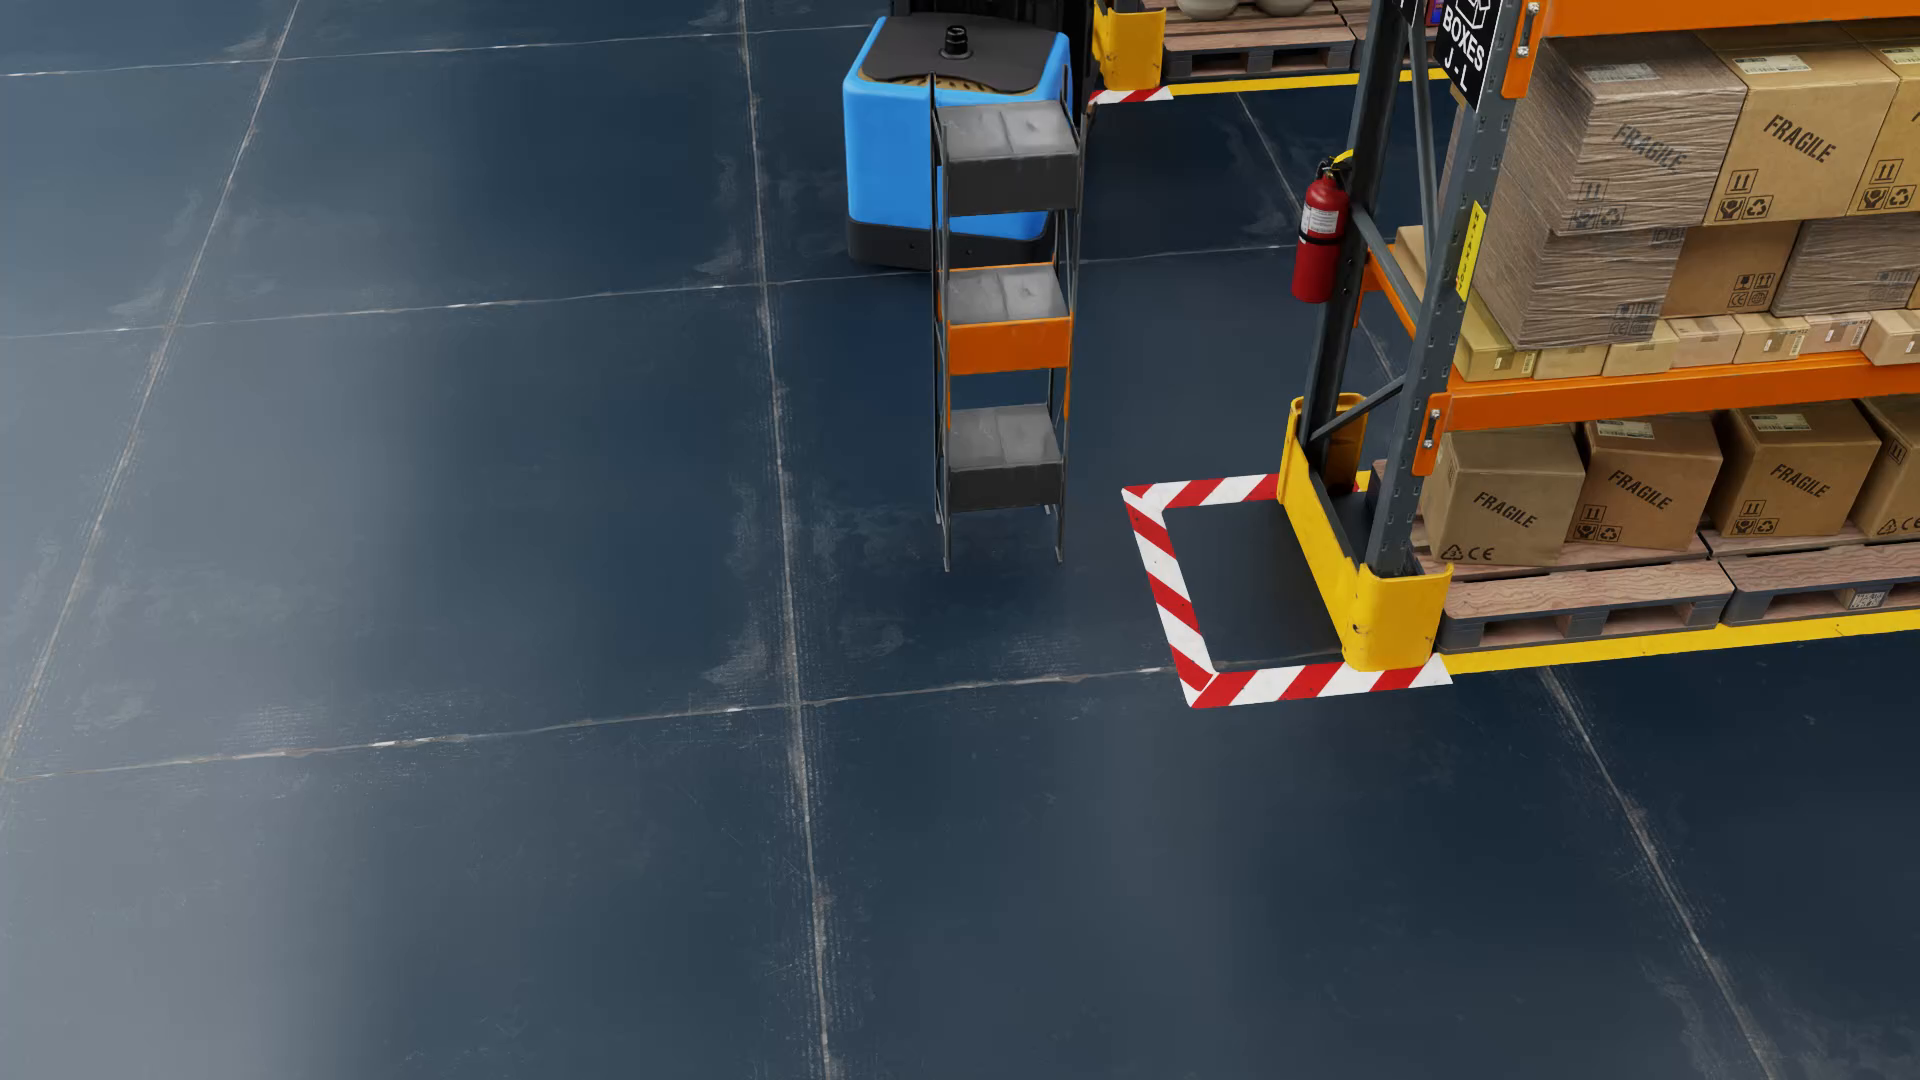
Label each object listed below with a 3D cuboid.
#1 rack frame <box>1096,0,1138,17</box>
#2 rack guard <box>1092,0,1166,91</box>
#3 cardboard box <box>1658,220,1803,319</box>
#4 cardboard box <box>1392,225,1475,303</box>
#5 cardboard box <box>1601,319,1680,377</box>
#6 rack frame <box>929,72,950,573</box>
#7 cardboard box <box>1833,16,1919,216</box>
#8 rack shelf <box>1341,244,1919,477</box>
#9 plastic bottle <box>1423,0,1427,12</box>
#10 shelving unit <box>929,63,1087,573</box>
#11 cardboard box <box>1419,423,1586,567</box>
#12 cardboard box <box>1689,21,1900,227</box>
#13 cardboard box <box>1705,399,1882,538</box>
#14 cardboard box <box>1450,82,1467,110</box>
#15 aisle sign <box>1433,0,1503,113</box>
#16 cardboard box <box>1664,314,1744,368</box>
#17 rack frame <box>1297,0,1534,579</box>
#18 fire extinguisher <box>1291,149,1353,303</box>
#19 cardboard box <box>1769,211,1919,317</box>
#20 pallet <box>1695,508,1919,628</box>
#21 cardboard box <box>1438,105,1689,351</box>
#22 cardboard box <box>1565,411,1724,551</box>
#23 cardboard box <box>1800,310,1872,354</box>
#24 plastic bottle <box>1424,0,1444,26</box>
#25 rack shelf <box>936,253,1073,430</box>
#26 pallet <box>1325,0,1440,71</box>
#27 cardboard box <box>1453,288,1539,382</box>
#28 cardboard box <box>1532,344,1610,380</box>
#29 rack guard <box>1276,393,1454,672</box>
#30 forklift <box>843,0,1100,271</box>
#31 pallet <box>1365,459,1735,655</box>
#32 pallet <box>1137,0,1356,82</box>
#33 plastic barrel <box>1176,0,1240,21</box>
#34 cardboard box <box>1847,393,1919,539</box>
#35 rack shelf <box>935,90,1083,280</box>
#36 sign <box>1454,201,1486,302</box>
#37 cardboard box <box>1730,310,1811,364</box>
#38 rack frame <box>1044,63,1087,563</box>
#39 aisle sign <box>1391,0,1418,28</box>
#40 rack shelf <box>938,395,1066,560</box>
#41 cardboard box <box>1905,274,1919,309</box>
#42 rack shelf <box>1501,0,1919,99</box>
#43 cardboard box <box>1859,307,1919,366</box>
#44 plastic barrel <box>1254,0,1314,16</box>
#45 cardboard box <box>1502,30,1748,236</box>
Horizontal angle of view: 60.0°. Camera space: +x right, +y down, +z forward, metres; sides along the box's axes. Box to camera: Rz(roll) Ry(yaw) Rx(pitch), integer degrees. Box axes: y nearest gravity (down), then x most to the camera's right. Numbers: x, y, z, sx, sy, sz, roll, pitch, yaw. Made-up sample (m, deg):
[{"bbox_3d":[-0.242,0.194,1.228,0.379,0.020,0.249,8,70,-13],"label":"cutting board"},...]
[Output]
[{"bbox_3d":[0.943,-4.266,9.739,0.127,3.000,1.000,-5,42,-6],"label":"rack frame"},{"bbox_3d":[1.013,-3.375,10.619,0.348,0.500,1.175,-5,42,-6],"label":"rack guard"},{"bbox_3d":[2.615,-1.276,6.129,0.500,0.500,0.875,-5,42,-6],"label":"cardboard box"},{"bbox_3d":[1.841,-1.045,6.356,0.250,0.149,0.380,-5,42,-6],"label":"cardboard box"},{"bbox_3d":[2.399,-0.770,6.052,0.250,0.149,0.380,-5,42,-6],"label":"cardboard box"},{"bbox_3d":[-0.078,-0.773,6.539,0.015,2.100,0.400,-5,42,-6],"label":"rack frame"},{"bbox_3d":[3.158,-1.445,5.569,0.500,0.500,0.500,-5,42,-6],"label":"cardboard box"},{"bbox_3d":[3.569,-0.883,6.526,4.000,0.370,1.077,-5,42,-6],"label":"rack shelf"},{"bbox_3d":[2.884,-3.349,10.484,0.097,0.201,0.097,0,42,0],"label":"plastic bottle"},{"bbox_3d":[0.164,-0.794,6.563,0.503,2.100,0.431,-5,42,-6],"label":"shelving unit"},{"bbox_3d":[2.207,-0.247,6.837,0.500,0.500,0.500,2,42,2],"label":"cardboard box"},{"bbox_3d":[2.663,-1.401,5.520,0.500,0.500,0.500,-5,42,-6],"label":"cardboard box"},{"bbox_3d":[3.418,-0.363,6.966,0.500,0.500,0.500,-1,42,-2],"label":"cardboard box"},{"bbox_3d":[2.099,-1.707,5.860,0.500,0.500,0.500,-5,42,-6],"label":"cardboard box"},{"bbox_3d":[1.563,-1.737,4.995,0.004,0.787,0.394,-5,42,-6],"label":"aisle sign"},{"bbox_3d":[2.644,-0.805,6.091,0.250,0.149,0.380,-5,42,-6],"label":"cardboard box"},{"bbox_3d":[1.585,-0.976,6.093,0.127,3.000,1.000,-5,42,-6],"label":"rack frame"},{"bbox_3d":[1.412,-1.244,6.447,0.183,0.674,0.296,-5,42,-6],"label":"fire extinguisher"},{"bbox_3d":[3.116,-1.291,6.145,0.500,0.500,0.875,-5,42,-6],"label":"cardboard box"},{"bbox_3d":[3.678,-0.098,7.201,1.213,0.211,1.003,-5,42,-6],"label":"pallet"},{"bbox_3d":[2.134,-1.153,5.992,0.500,0.500,0.875,-5,42,-6],"label":"cardboard box"},{"bbox_3d":[2.795,-0.322,6.920,0.500,0.500,0.500,5,42,6],"label":"cardboard box"},{"bbox_3d":[3.138,-0.862,6.154,0.250,0.149,0.380,-5,42,-6],"label":"cardboard box"},{"bbox_3d":[3.008,-3.378,10.455,0.133,0.283,0.061,-4,42,-5],"label":"plastic bottle"},{"bbox_3d":[0.164,-0.784,6.572,0.480,0.518,0.431,-5,42,-6],"label":"rack shelf"},{"bbox_3d":[3.026,-3.439,10.905,1.213,0.211,1.003,-5,42,-6],"label":"pallet"},{"bbox_3d":[1.899,-0.749,6.029,0.250,0.149,0.380,-5,42,-6],"label":"cardboard box"},{"bbox_3d":[2.149,-0.758,6.039,0.250,0.149,0.380,-5,42,-6],"label":"cardboard box"},{"bbox_3d":[1.661,-0.055,6.937,0.348,0.500,1.175,-5,42,-6],"label":"rack guard"},{"bbox_3d":[0.207,-3.431,8.866,1.130,2.935,3.031,8,43,9],"label":"forklift"},{"bbox_3d":[2.471,0.006,7.086,1.213,0.211,1.003,-5,42,-6],"label":"pallet"},{"bbox_3d":[1.819,-3.335,10.790,1.213,0.211,1.003,-5,42,-6],"label":"pallet"},{"bbox_3d":[1.586,-3.606,10.552,0.421,0.512,0.421,0,42,0],"label":"plastic barrel"},{"bbox_3d":[3.977,-0.382,6.987,0.500,0.500,0.500,-9,43,-9],"label":"cardboard box"},{"bbox_3d":[0.164,-1.304,6.103,0.480,0.518,0.431,-5,42,-6],"label":"rack shelf"},{"bbox_3d":[1.656,-0.937,5.403,0.005,0.325,0.100,-5,42,-6],"label":"sign"},{"bbox_3d":[2.893,-0.823,6.110,0.250,0.149,0.380,-5,42,-6],"label":"cardboard box"},{"bbox_3d":[0.406,-0.815,6.586,0.015,2.100,0.400,-5,42,-6],"label":"rack frame"},{"bbox_3d":[1.485,-2.135,5.437,0.004,0.787,0.394,-5,42,-6],"label":"aisle sign"},{"bbox_3d":[0.164,-0.264,7.041,0.480,0.518,0.431,-5,42,-6],"label":"rack shelf"},{"bbox_3d":[3.613,-1.327,6.185,0.500,0.500,0.875,-5,42,-6],"label":"cardboard box"},{"bbox_3d":[3.569,-1.997,5.522,4.000,0.370,1.077,-5,42,-6],"label":"rack shelf"},{"bbox_3d":[3.399,-0.815,6.102,0.250,0.149,0.380,-5,42,-6],"label":"cardboard box"},{"bbox_3d":[2.083,-3.649,10.600,0.421,0.512,0.421,0,42,0],"label":"plastic barrel"},{"bbox_3d":[2.166,-1.362,5.477,0.500,0.500,0.500,-5,42,-6],"label":"cardboard box"}]
